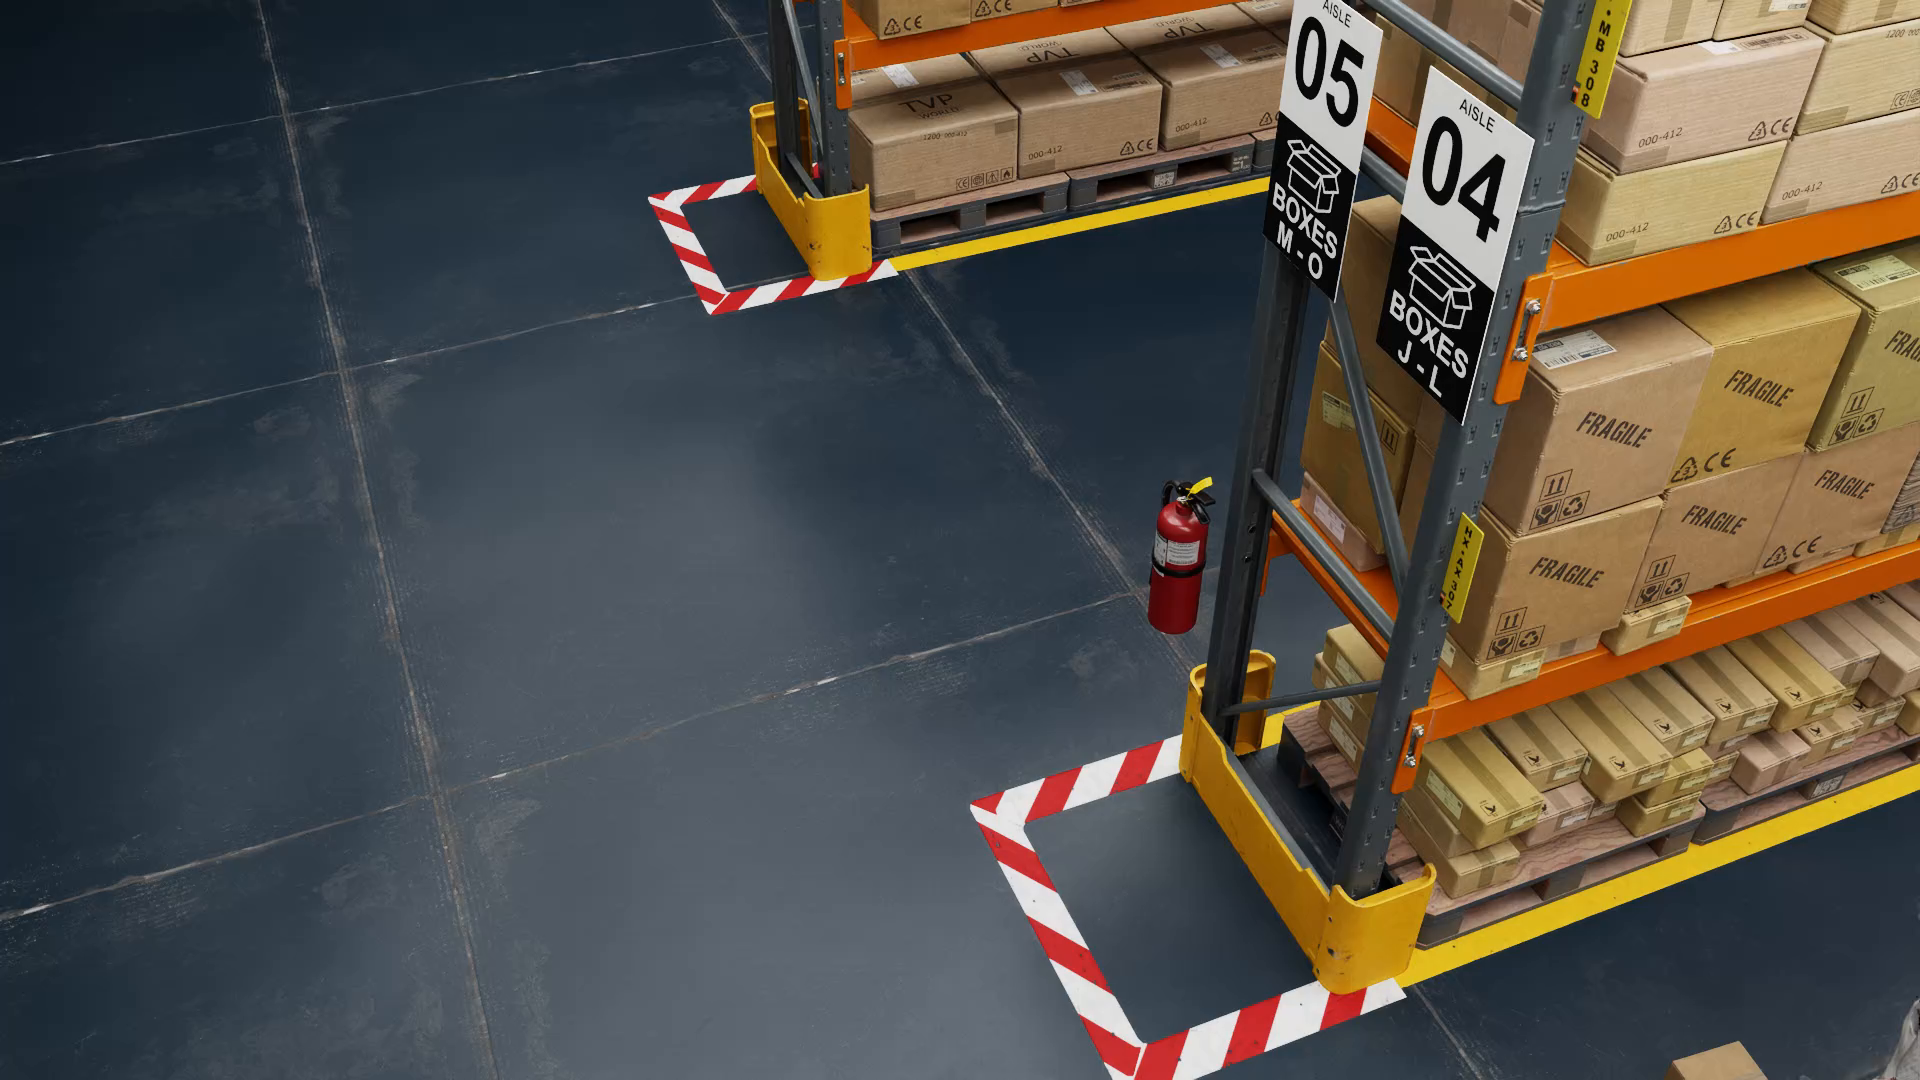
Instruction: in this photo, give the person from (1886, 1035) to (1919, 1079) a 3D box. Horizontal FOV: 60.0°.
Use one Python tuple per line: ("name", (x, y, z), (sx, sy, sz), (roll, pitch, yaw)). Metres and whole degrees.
("person", (2.534, 1.596, 4.390), (0.580, 1.709, 0.497), (-11, 42, -12))
